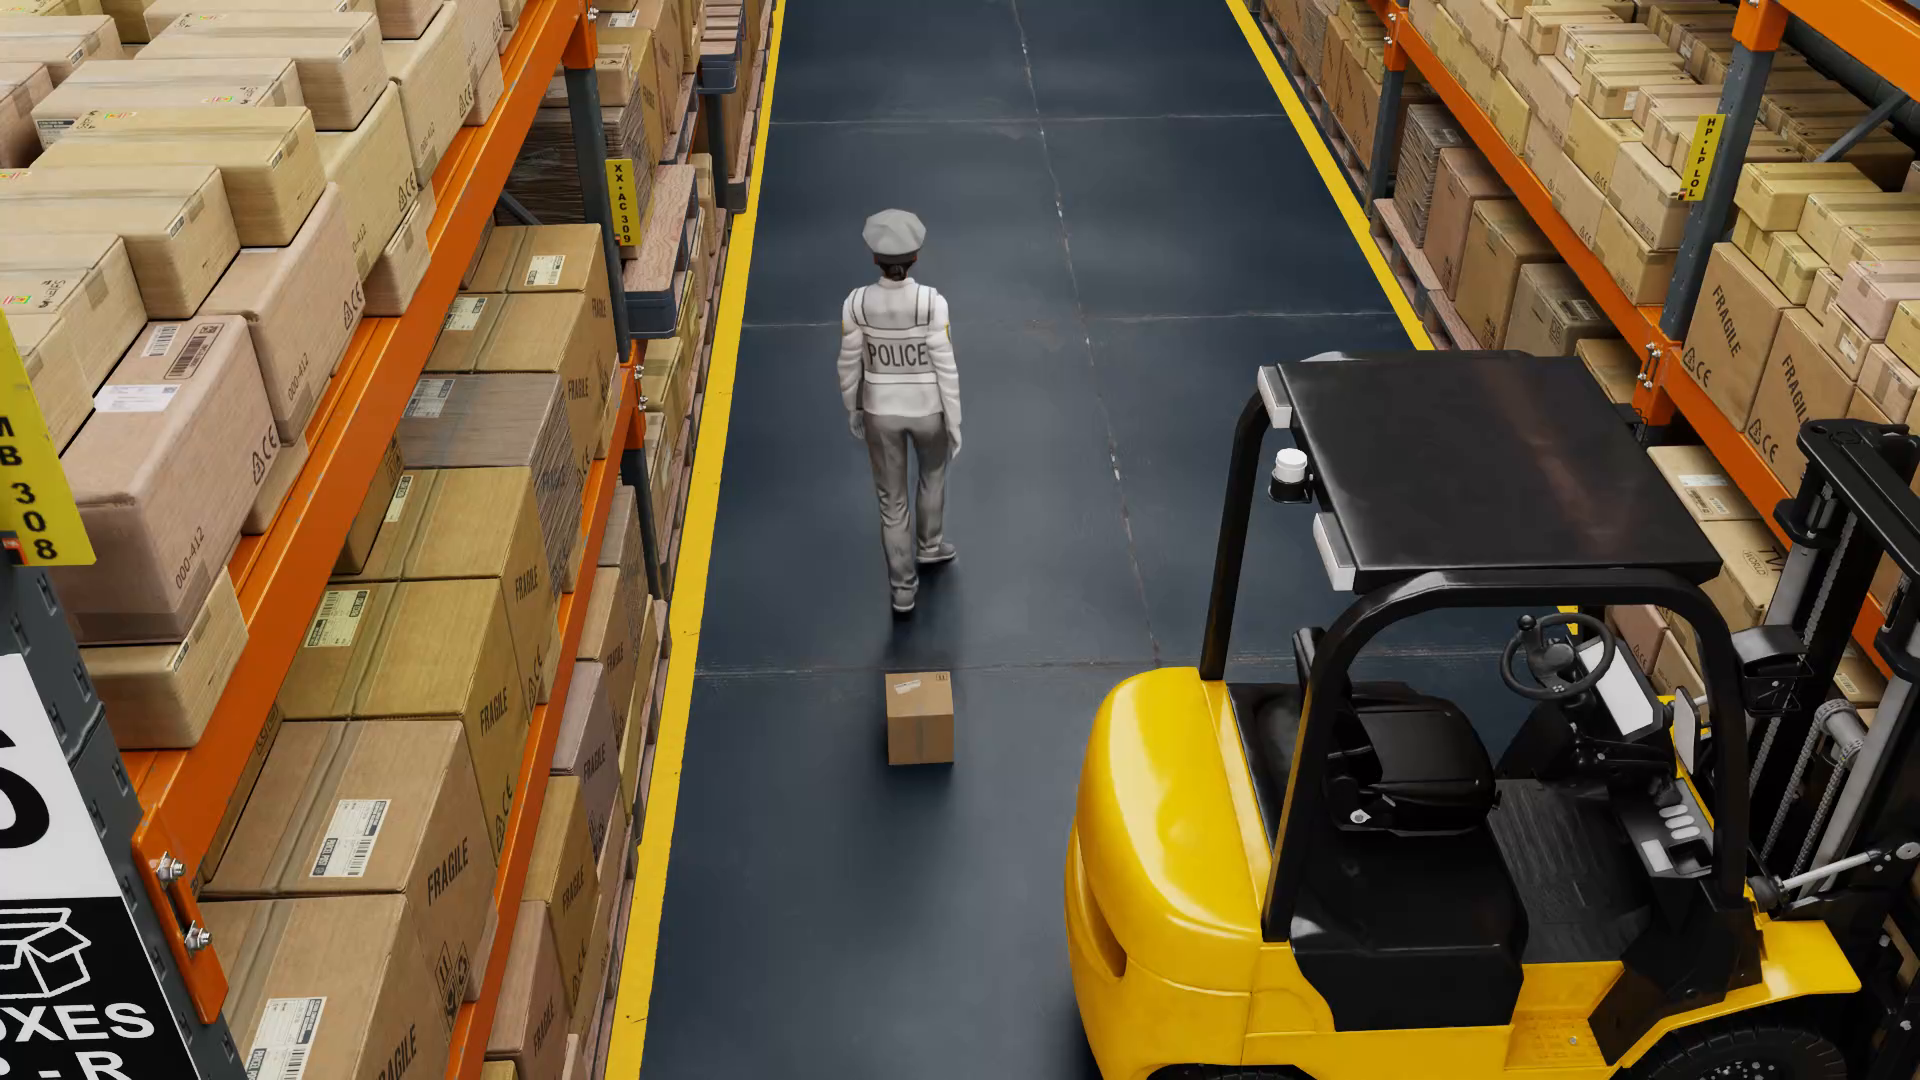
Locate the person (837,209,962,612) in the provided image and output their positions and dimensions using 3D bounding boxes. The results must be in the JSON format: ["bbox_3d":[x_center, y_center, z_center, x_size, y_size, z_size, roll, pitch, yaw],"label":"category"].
[{"bbox_3d":[-0.247,-0.491,6.843,0.508,1.715,0.571,0,35,0],"label":"person"}]
